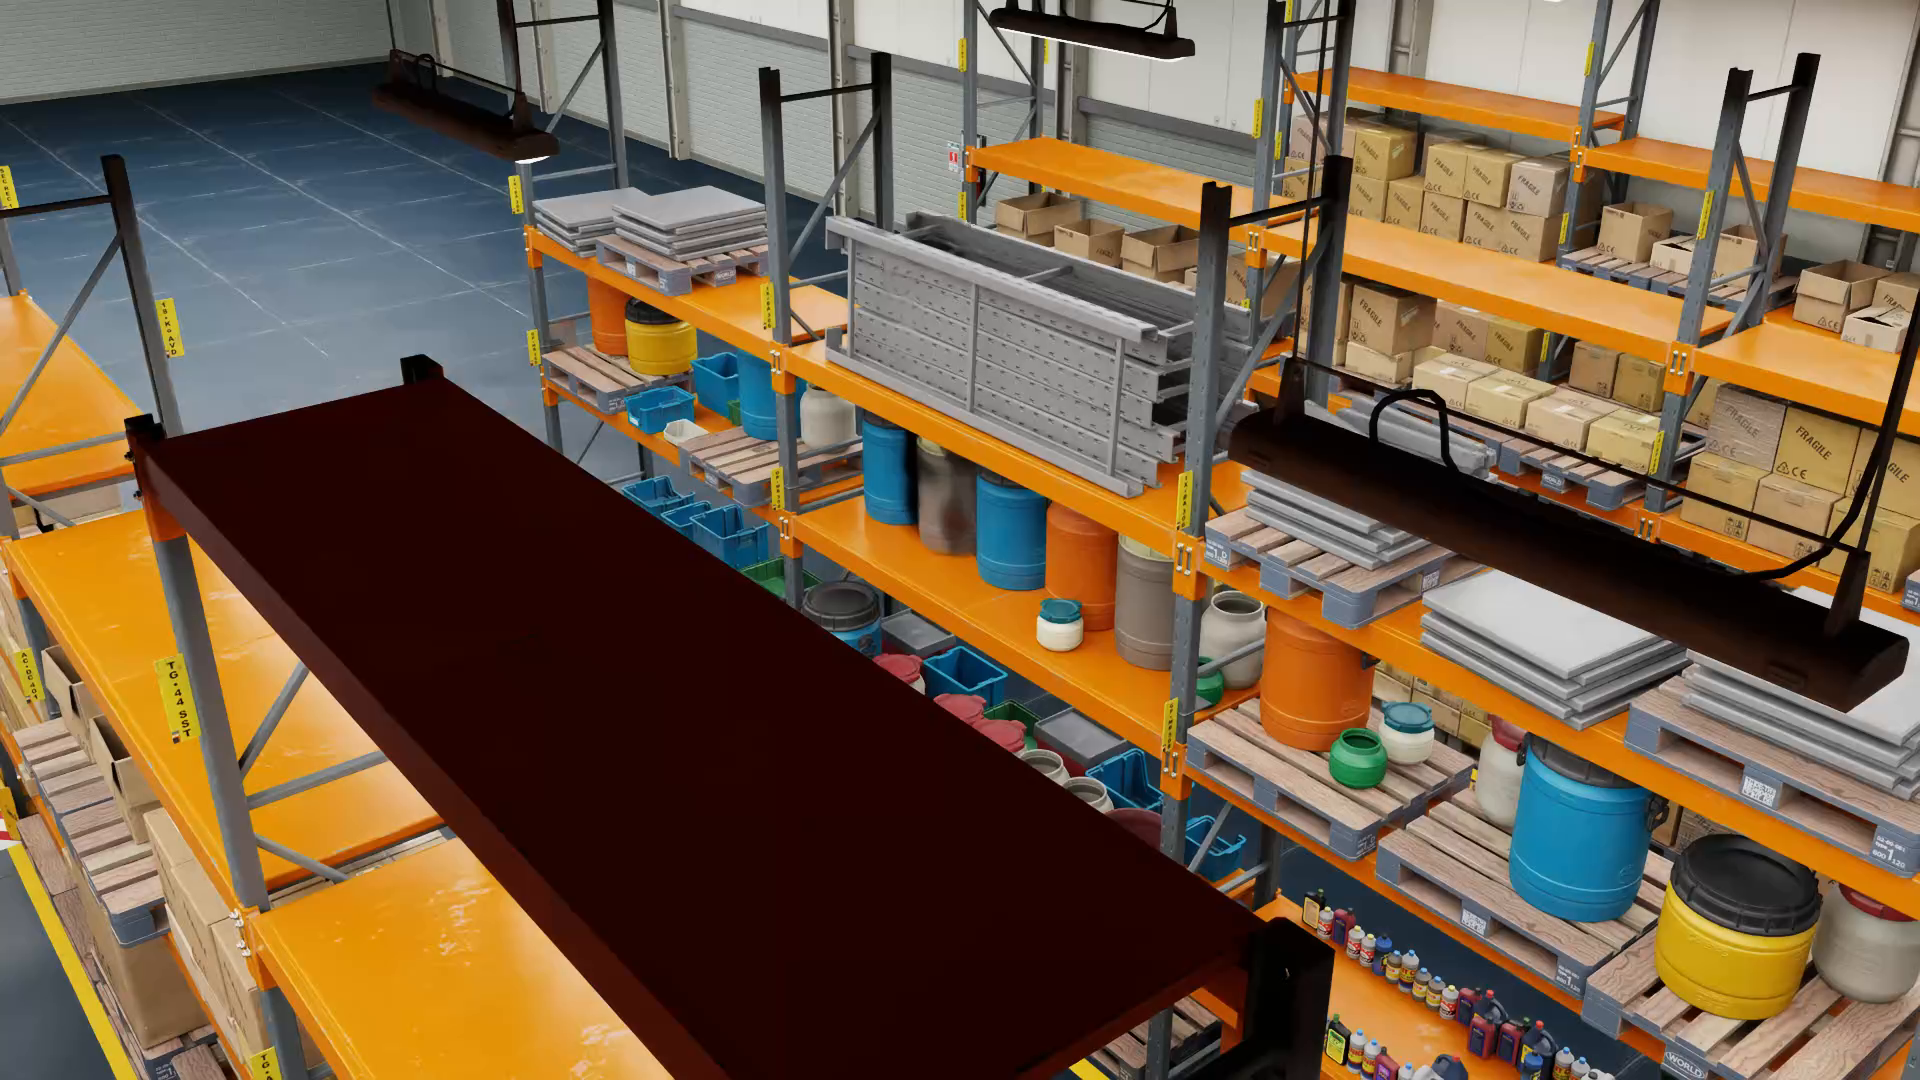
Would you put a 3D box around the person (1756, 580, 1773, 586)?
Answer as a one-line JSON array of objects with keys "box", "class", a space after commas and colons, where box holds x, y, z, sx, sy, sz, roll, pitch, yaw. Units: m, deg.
[{"box": [6.902, 1.022, 14.316, 0.789, 1.613, 0.656, 20, 32, 36], "class": "person"}]

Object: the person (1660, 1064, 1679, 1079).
[{"box": [4.596, 2.971, 10.230, 0.793, 1.673, 0.688, 22, 33, 38], "class": "person"}]
